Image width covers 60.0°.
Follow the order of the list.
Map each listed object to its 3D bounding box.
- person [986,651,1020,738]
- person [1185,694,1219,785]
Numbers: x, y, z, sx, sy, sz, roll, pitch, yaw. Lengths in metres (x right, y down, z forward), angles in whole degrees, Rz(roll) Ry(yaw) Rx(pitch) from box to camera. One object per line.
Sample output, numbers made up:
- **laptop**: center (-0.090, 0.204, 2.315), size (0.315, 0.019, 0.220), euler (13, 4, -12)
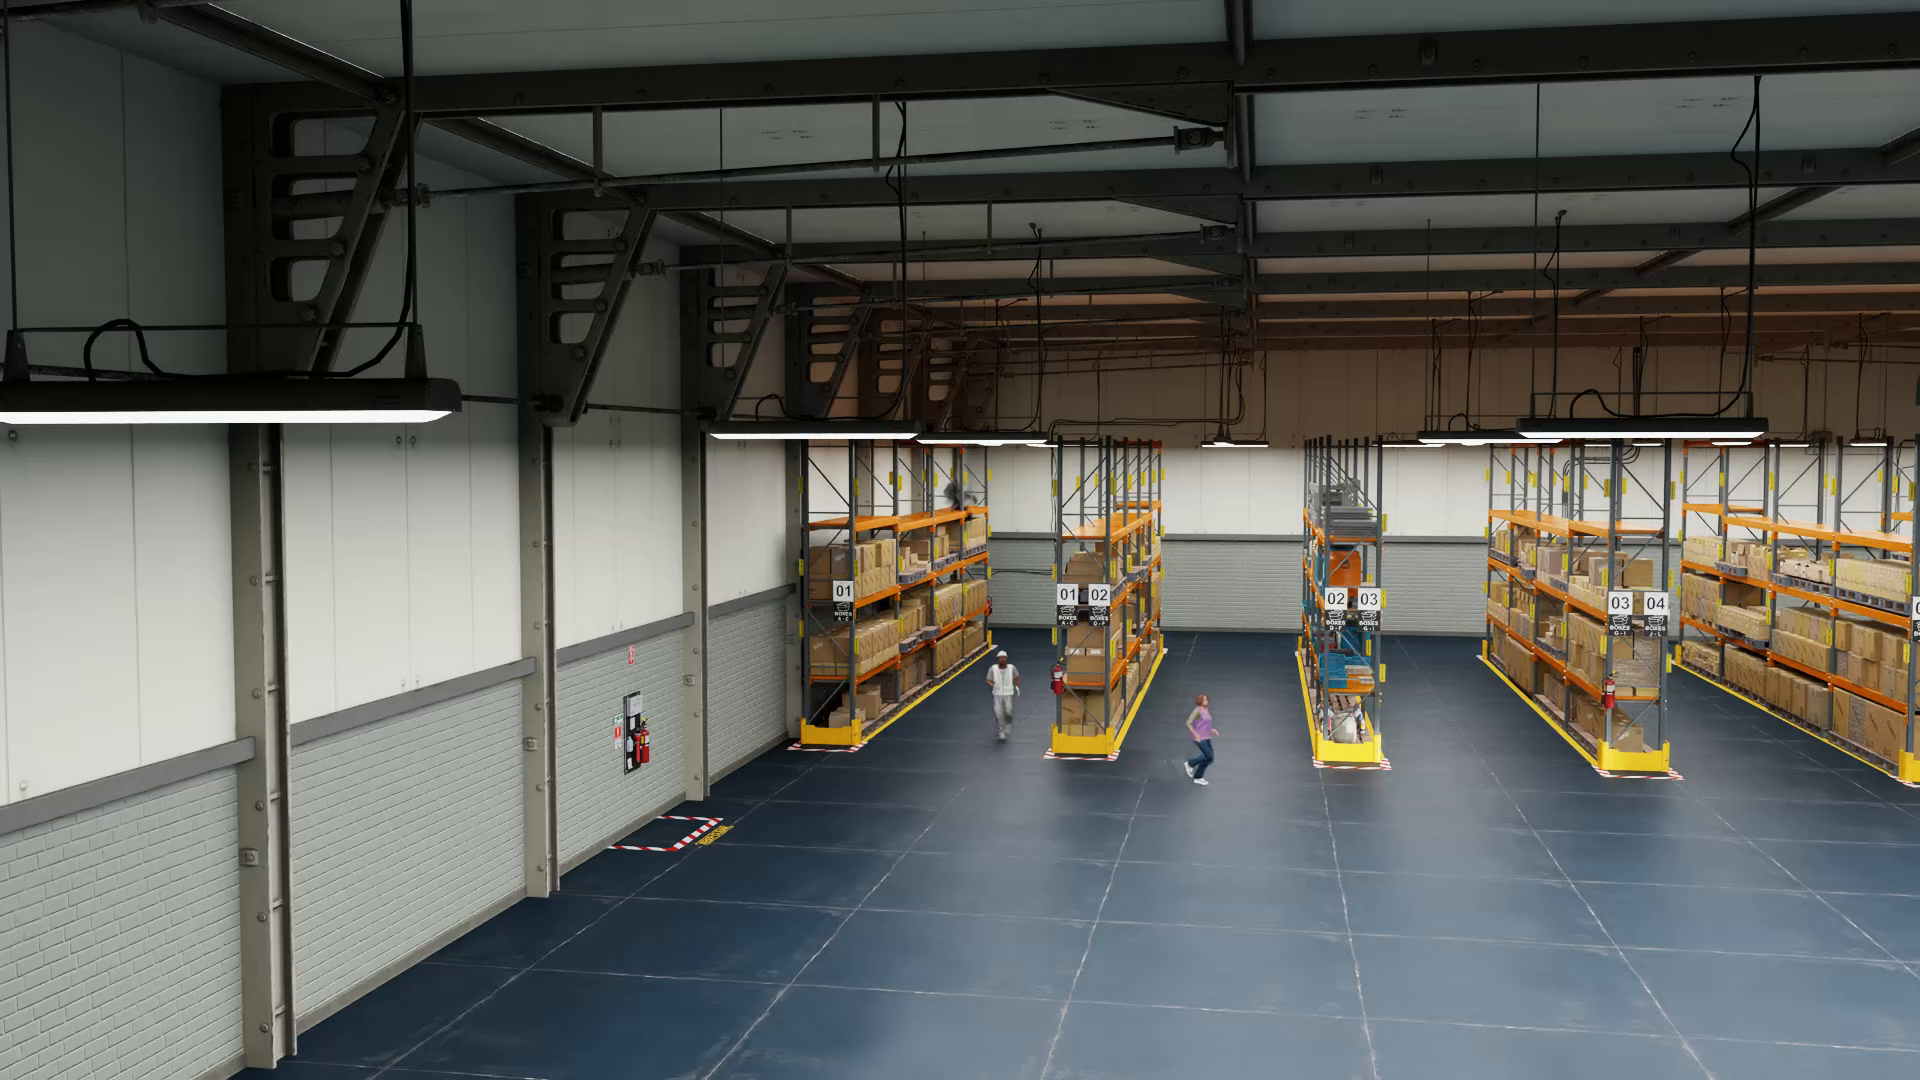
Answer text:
- **person**: center (0.854, 3.067, 32.858), size (0.673, 1.739, 0.602), euler (0, 3, 1)
- **person**: center (4.147, 3.417, 28.460), size (0.547, 1.532, 0.547), euler (2, 4, 37)
